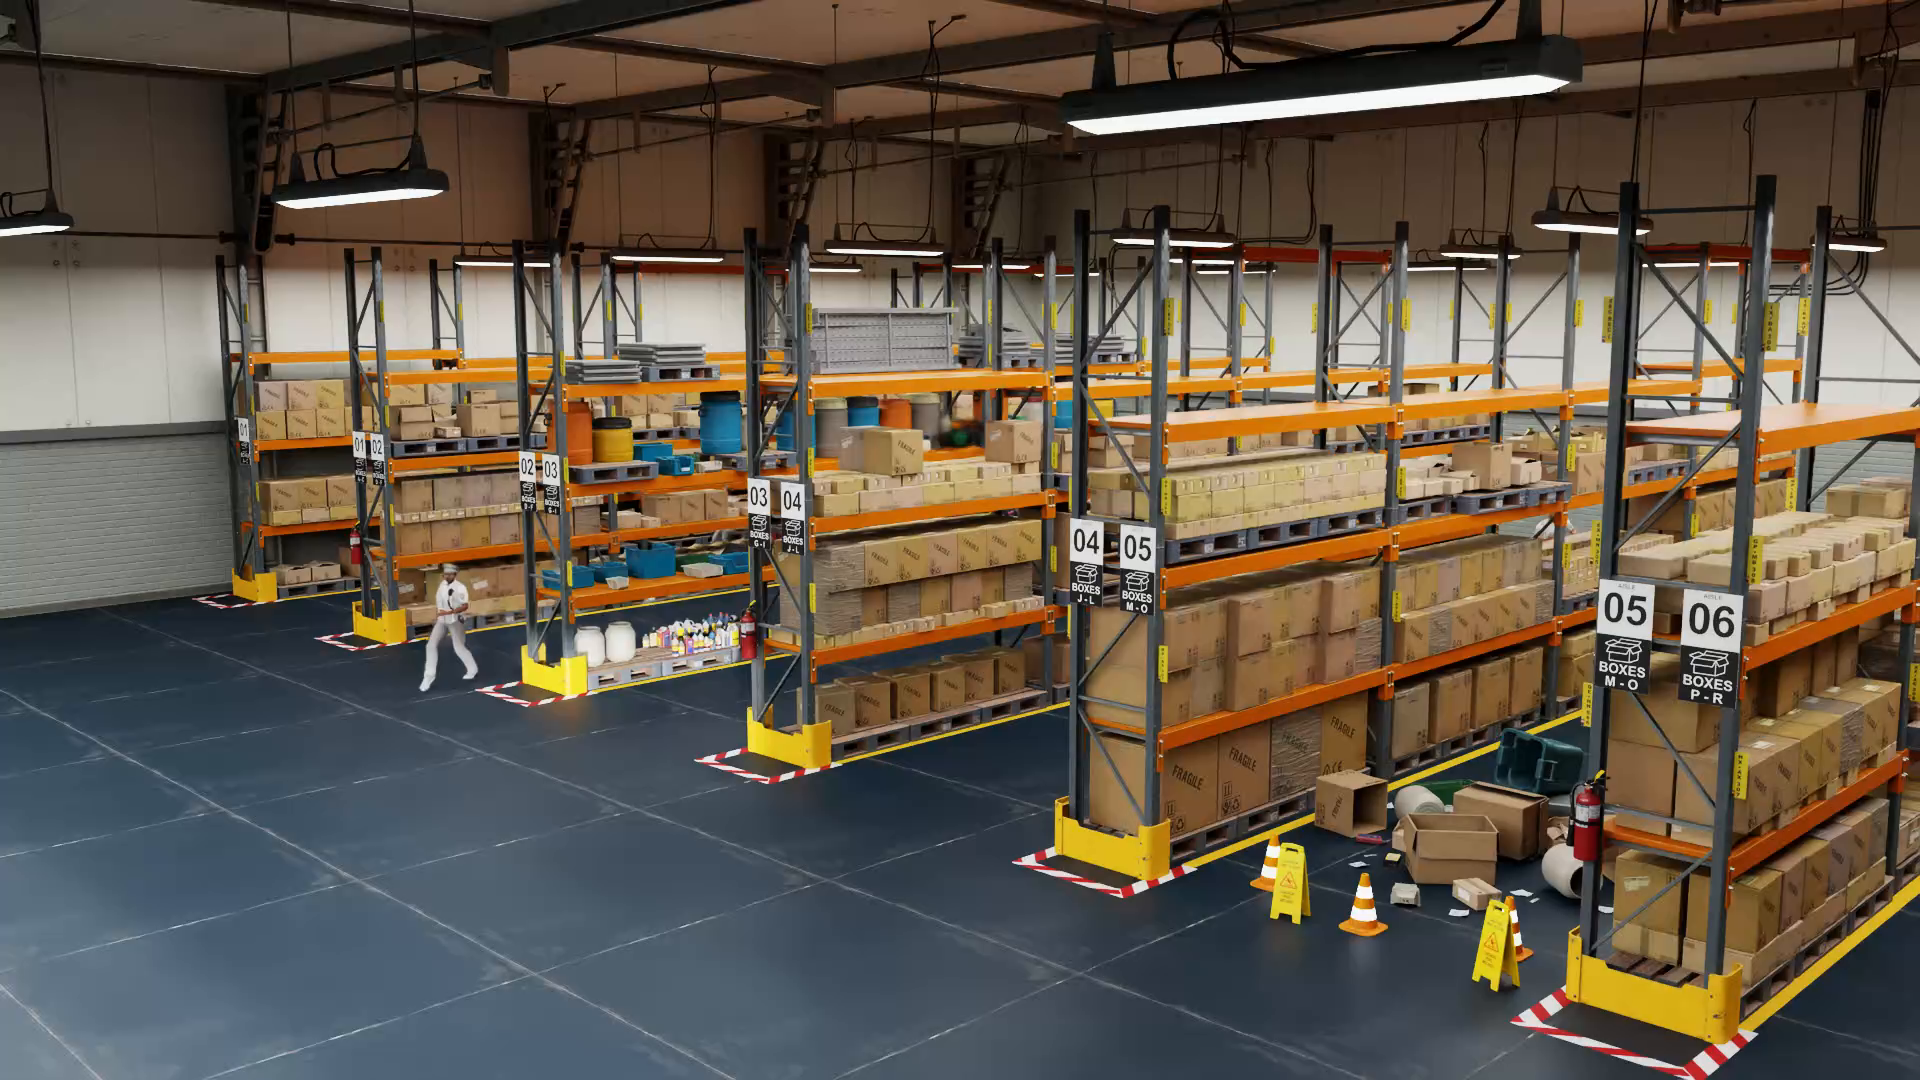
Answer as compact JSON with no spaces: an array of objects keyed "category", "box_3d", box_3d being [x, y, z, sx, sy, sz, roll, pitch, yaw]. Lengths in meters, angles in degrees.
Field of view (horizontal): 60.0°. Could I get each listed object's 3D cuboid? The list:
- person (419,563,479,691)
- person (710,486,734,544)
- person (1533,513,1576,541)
[{"category":"person","box_3d":[-6.903,1.151,22.575,0.579,1.718,0.861,4,9,24]},{"category":"person","box_3d":[-4.589,-0.242,32.466,0.527,1.638,0.609,-7,11,-41]},{"category":"person","box_3d":[10.268,0.246,28.760,0.699,1.767,0.914,4,9,26]}]
